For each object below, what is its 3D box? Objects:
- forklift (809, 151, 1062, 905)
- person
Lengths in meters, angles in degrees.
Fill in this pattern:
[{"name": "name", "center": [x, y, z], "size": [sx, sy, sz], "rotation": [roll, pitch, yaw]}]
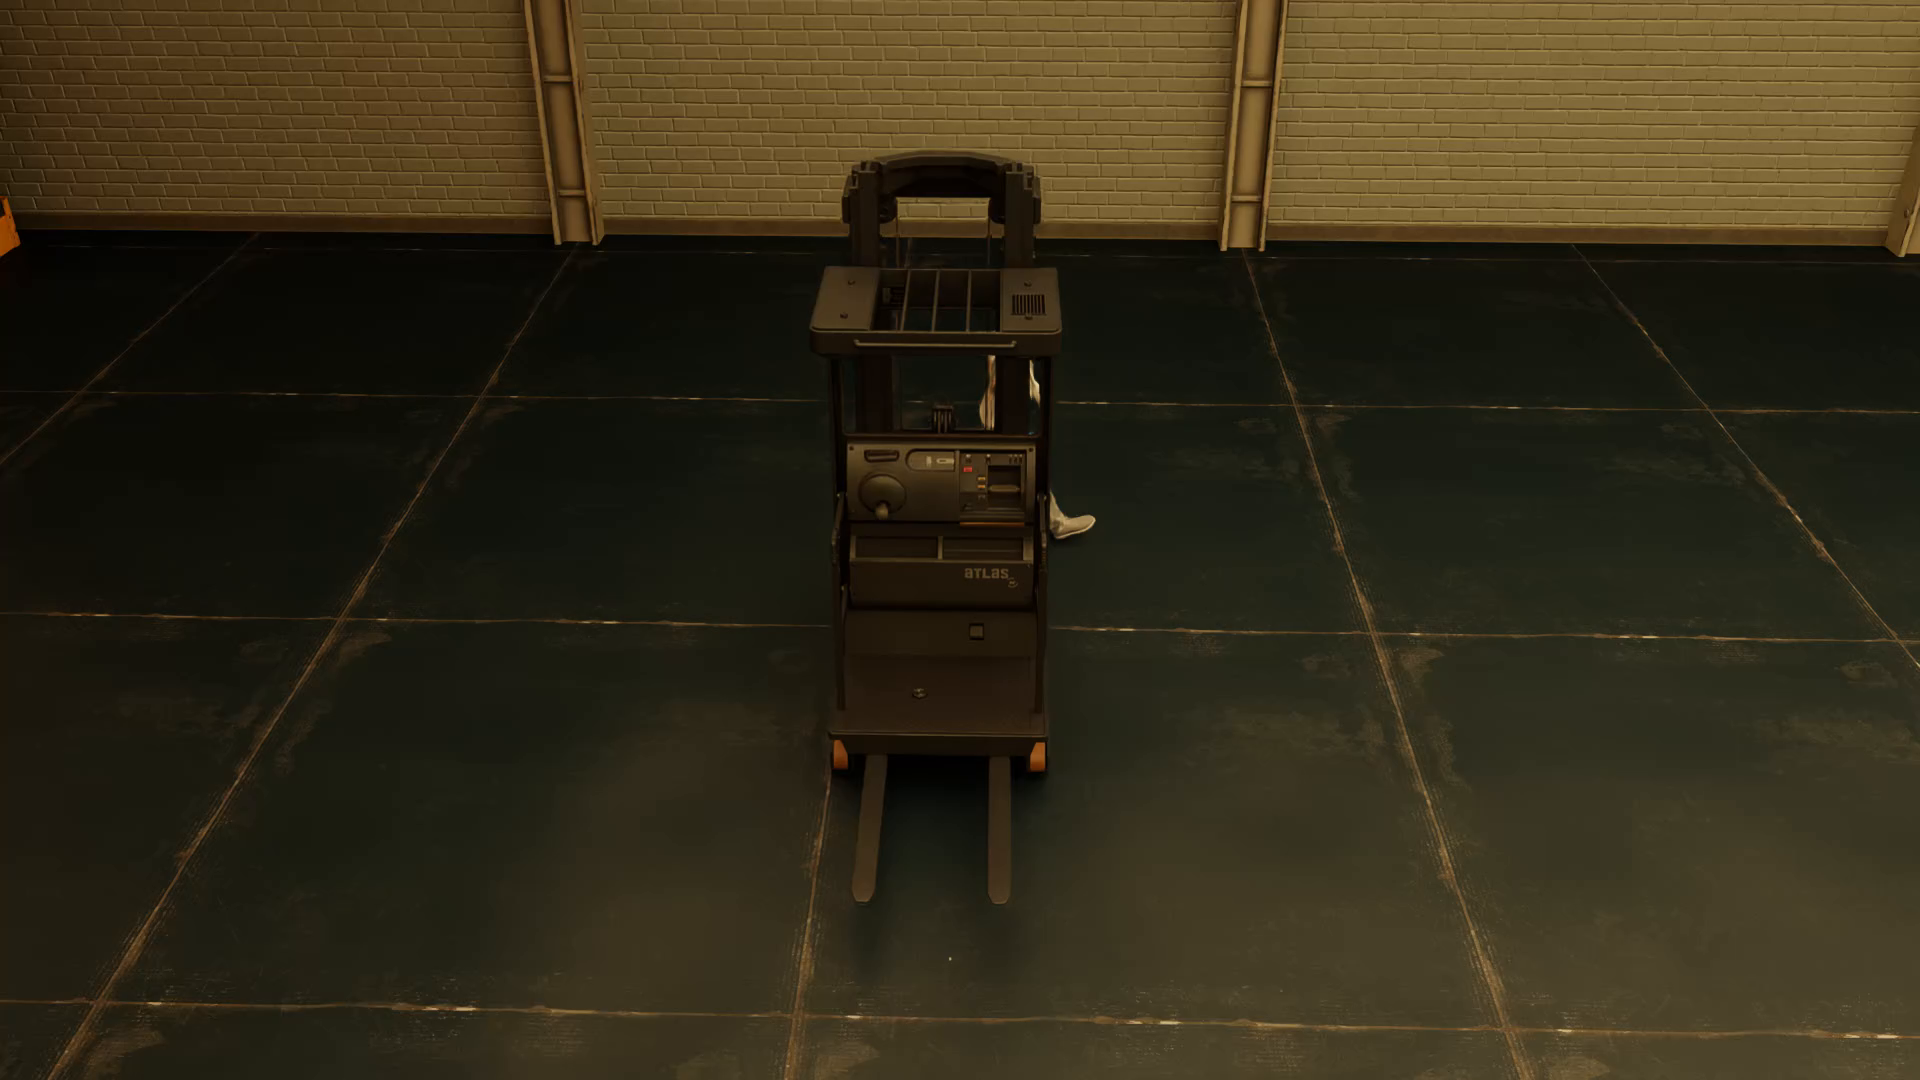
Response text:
[{"name": "forklift", "center": [-0.096, -0.237, 8.017], "size": [1.130, 2.935, 3.031], "rotation": [1, 31, 1]}, {"name": "person", "center": [0.400, -0.704, 10.109], "size": [0.879, 1.618, 0.637], "rotation": [-4, 31, -7]}]
